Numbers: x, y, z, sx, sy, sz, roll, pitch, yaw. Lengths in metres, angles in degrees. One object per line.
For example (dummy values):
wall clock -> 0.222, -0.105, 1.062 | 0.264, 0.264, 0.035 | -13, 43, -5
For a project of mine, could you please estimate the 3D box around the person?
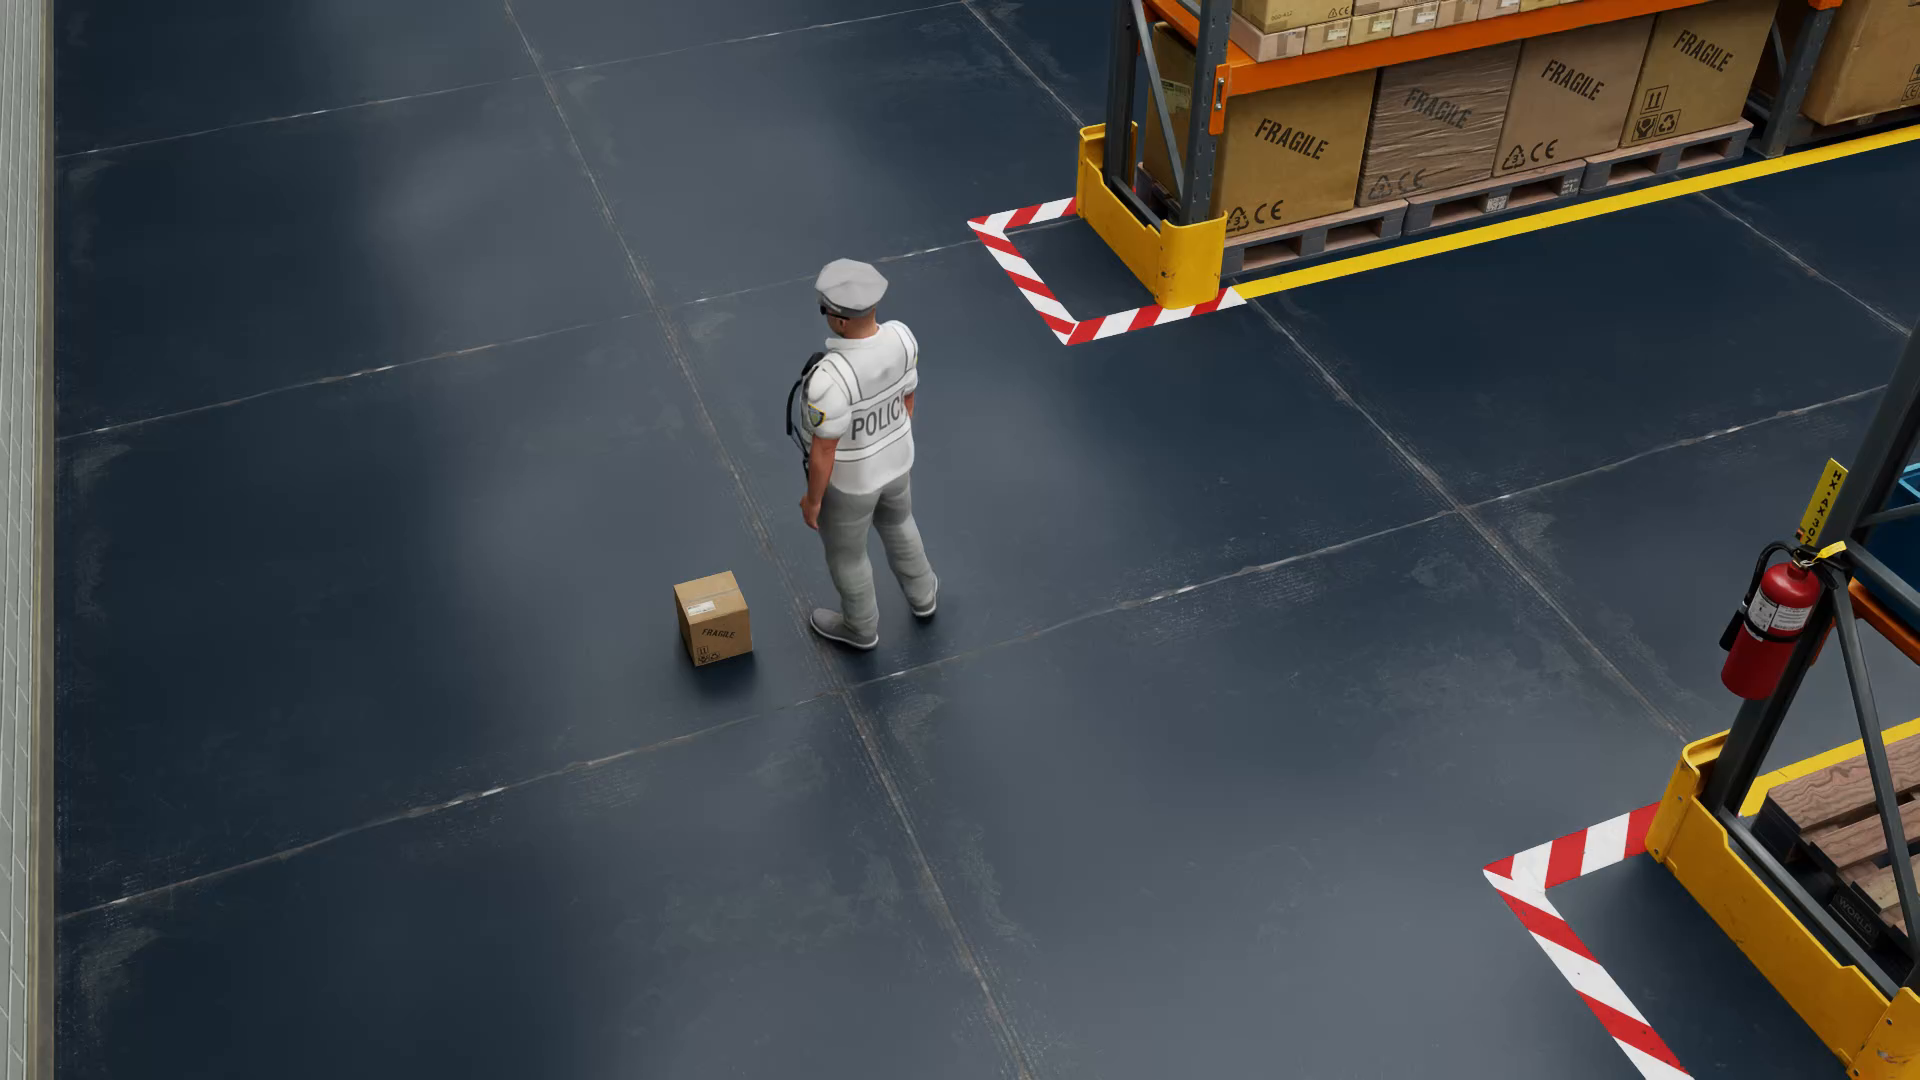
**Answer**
person -> -0.357, -0.325, 6.506 | 0.399, 1.757, 0.708 | 31, 50, 30
